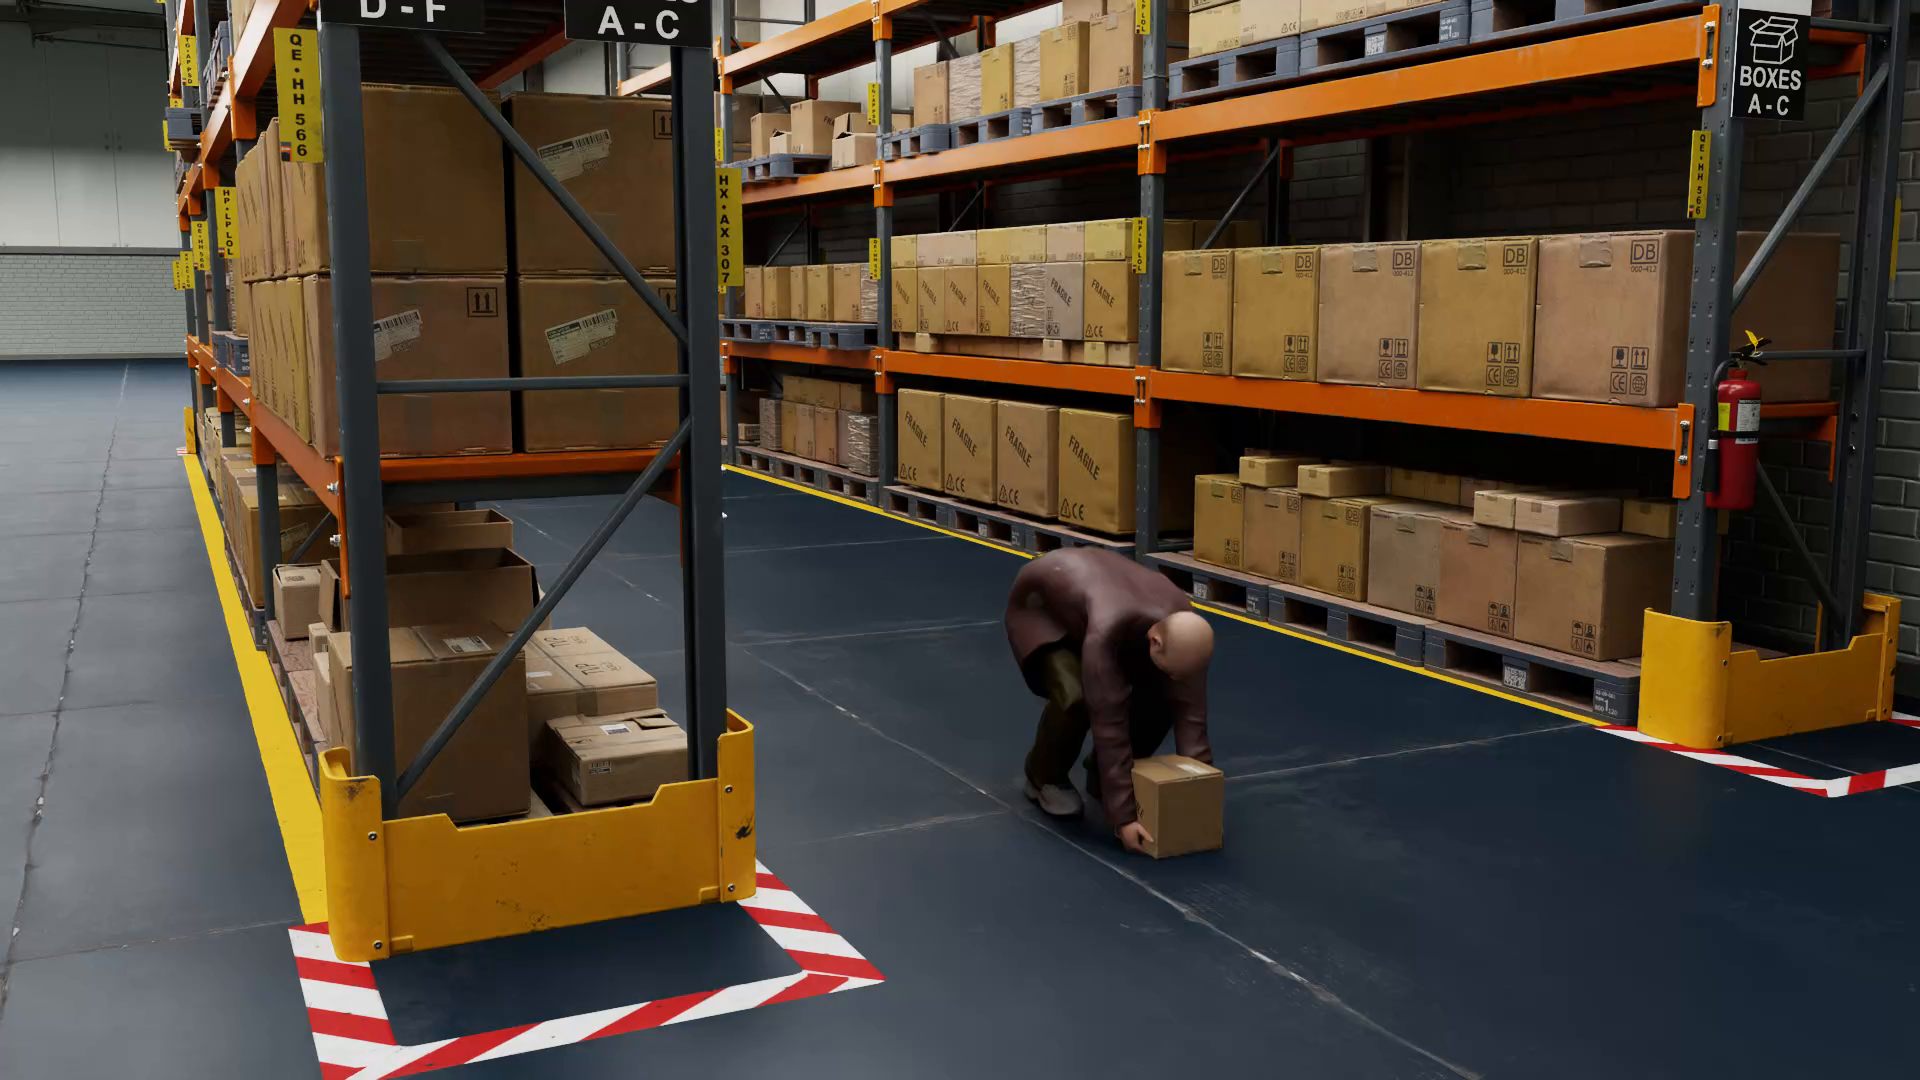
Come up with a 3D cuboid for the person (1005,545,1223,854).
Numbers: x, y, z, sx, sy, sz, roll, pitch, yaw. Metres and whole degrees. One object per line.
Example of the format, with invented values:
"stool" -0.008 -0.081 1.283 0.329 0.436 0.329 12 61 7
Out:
"person" 0.513 0.498 5.582 0.586 0.911 0.951 -4 9 -28
